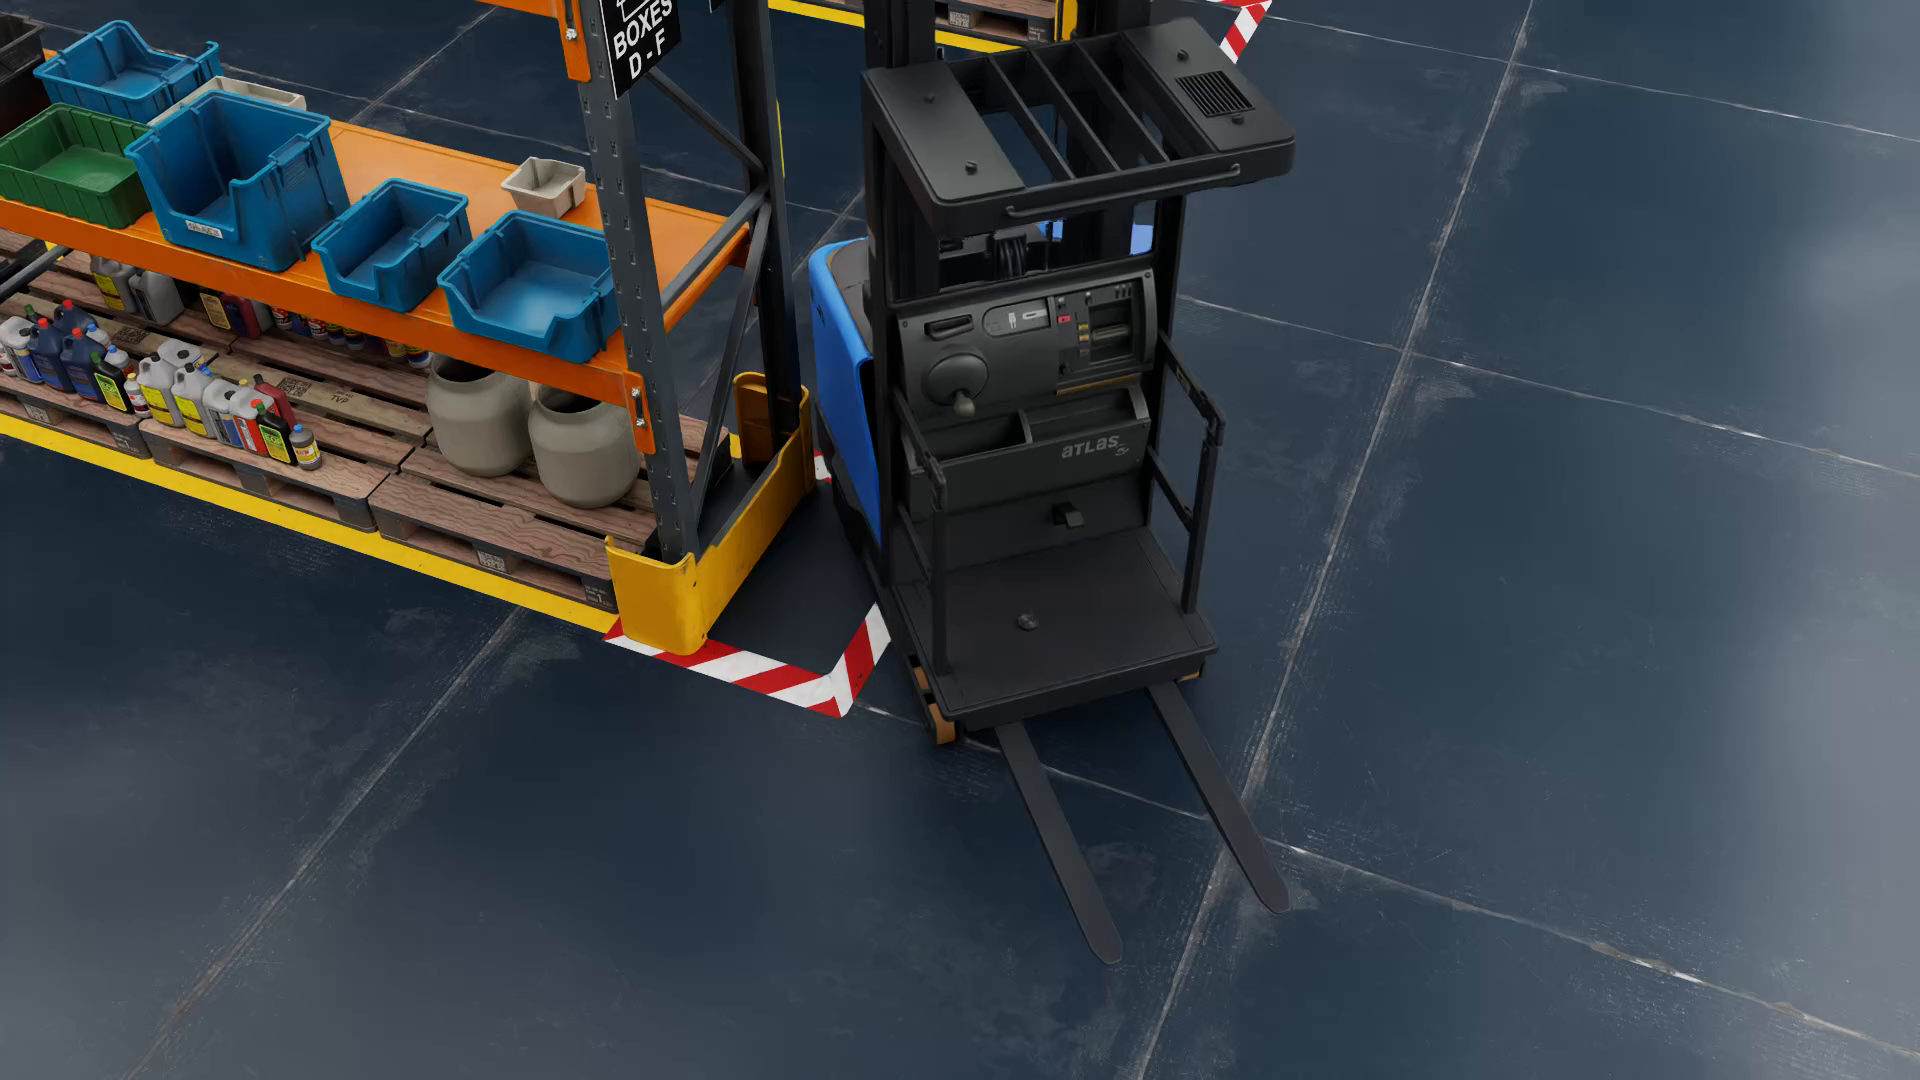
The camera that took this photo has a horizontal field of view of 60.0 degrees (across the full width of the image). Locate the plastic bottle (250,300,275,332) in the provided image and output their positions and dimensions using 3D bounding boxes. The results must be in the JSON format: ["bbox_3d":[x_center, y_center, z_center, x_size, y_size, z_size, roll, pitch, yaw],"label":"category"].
[{"bbox_3d":[-3.274,-1.128,7.715,0.135,0.276,0.152,17,47,17],"label":"plastic bottle"}]

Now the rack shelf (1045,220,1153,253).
[{"bbox_3d":[0.403,-1.236,7.523,1.000,0.185,0.538,3,45,3],"label":"rack shelf"}]

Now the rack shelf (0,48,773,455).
[{"bbox_3d":[-2.757,-1.313,6.792,4.000,0.370,1.077,16,47,16],"label":"rack shelf"}]

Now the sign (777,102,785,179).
[{"bbox_3d":[-0.695,-1.480,6.253,0.005,0.325,0.100,16,47,16],"label":"sign"}]

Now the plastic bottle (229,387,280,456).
[{"bbox_3d":[-2.997,-0.515,7.099,0.135,0.276,0.152,17,47,16],"label":"plastic bottle"}]

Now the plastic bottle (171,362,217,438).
[{"bbox_3d":[-3.280,-0.621,7.153,0.185,0.351,0.144,18,48,17],"label":"plastic bottle"}]

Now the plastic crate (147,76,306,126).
[{"bbox_3d":[-3.007,-1.741,6.899,0.437,0.136,0.530,16,47,16],"label":"plastic crate"}]

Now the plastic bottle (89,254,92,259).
[{"bbox_3d":[-4.148,-1.379,8.021,0.097,0.201,0.097,0,45,0],"label":"plastic bottle"}]

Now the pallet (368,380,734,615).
[{"bbox_3d":[-1.747,-0.250,7.191,1.213,0.211,1.003,16,47,16],"label":"pallet"}]

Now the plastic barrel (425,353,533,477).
[{"bbox_3d":[-2.011,-0.557,6.988,0.421,0.512,0.421,0,45,0],"label":"plastic barrel"}]

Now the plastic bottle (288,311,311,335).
[{"bbox_3d":[-3.060,-1.084,7.674,0.097,0.271,0.097,0,45,0],"label":"plastic bottle"}]

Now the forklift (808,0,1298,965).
[{"bbox_3d":[0.311,-0.591,5.605,1.130,2.935,3.031,-13,46,-13],"label":"forklift"}]

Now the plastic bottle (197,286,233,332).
[{"bbox_3d":[-3.438,-1.103,7.685,0.133,0.283,0.061,16,47,16],"label":"plastic bottle"}]

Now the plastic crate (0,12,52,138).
[{"bbox_3d":[-4.169,-1.864,6.880,0.504,0.338,0.767,16,47,16],"label":"plastic crate"}]

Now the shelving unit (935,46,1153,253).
[{"bbox_3d":[0.403,-1.364,7.396,1.048,1.500,0.538,3,45,3],"label":"shelving unit"}]

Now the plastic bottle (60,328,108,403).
[{"bbox_3d":[-3.844,-0.787,7.320,0.185,0.351,0.144,15,47,14],"label":"plastic bottle"}]

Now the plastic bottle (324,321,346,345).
[{"bbox_3d":[-2.873,-1.029,7.619,0.097,0.271,0.097,0,45,0],"label":"plastic bottle"}]

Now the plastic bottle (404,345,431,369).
[{"bbox_3d":[-2.465,-0.909,7.498,0.097,0.271,0.097,0,45,0],"label":"plastic bottle"}]

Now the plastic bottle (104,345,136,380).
[{"bbox_3d":[-3.693,-0.744,7.332,0.097,0.271,0.097,0,45,0],"label":"plastic bottle"}]

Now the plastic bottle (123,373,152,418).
[{"bbox_3d":[-3.591,-0.642,7.280,0.097,0.201,0.097,0,45,0],"label":"plastic bottle"}]

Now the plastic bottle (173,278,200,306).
[{"bbox_3d":[-3.721,-1.289,7.823,0.185,0.351,0.144,14,47,14],"label":"plastic bottle"}]

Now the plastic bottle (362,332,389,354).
[{"bbox_3d":[-2.667,-0.986,7.568,0.133,0.283,0.061,17,47,16],"label":"plastic bottle"}]

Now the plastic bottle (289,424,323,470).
[{"bbox_3d":[-2.775,-0.402,7.038,0.097,0.201,0.097,0,45,0],"label":"plastic bottle"}]

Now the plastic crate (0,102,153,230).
[{"bbox_3d":[-3.459,-1.483,6.603,0.662,0.188,0.450,16,47,16],"label":"plastic crate"}]

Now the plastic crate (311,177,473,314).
[{"bbox_3d":[-2.086,-1.093,6.166,0.408,0.251,0.499,16,47,16],"label":"plastic crate"}]

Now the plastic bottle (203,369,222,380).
[{"bbox_3d":[-3.273,-0.659,7.297,0.097,0.201,0.097,0,45,0],"label":"plastic bottle"}]

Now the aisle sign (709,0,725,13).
[{"bbox_3d":[-0.732,-2.117,5.247,0.004,0.787,0.394,16,47,16],"label":"aisle sign"}]

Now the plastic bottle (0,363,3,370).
[{"bbox_3d":[-4.384,-0.875,7.514,0.097,0.201,0.097,0,45,0],"label":"plastic bottle"}]

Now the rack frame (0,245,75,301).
[{"bbox_3d":[-4.603,-2.111,7.084,0.127,3.000,1.000,16,47,16],"label":"rack frame"}]

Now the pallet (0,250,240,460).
[{"bbox_3d":[-3.999,-0.913,7.857,1.213,0.211,1.003,16,47,16],"label":"pallet"}]

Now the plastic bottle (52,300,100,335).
[{"bbox_3d":[-3.962,-0.932,7.466,0.185,0.351,0.144,16,47,16],"label":"plastic bottle"}]

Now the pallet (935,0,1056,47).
[{"bbox_3d":[0.189,-3.525,10.482,1.213,0.211,1.003,16,47,16],"label":"pallet"}]

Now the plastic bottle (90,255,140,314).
[{"bbox_3d":[-3.953,-1.247,7.781,0.185,0.351,0.144,16,47,16],"label":"plastic bottle"}]

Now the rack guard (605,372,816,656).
[{"bbox_3d":[-1.000,-0.129,6.864,0.348,0.500,1.175,16,47,16],"label":"rack guard"}]

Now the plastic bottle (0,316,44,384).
[{"bbox_3d":[-4.169,-0.860,7.445,0.135,0.276,0.152,18,48,17],"label":"plastic bottle"}]
